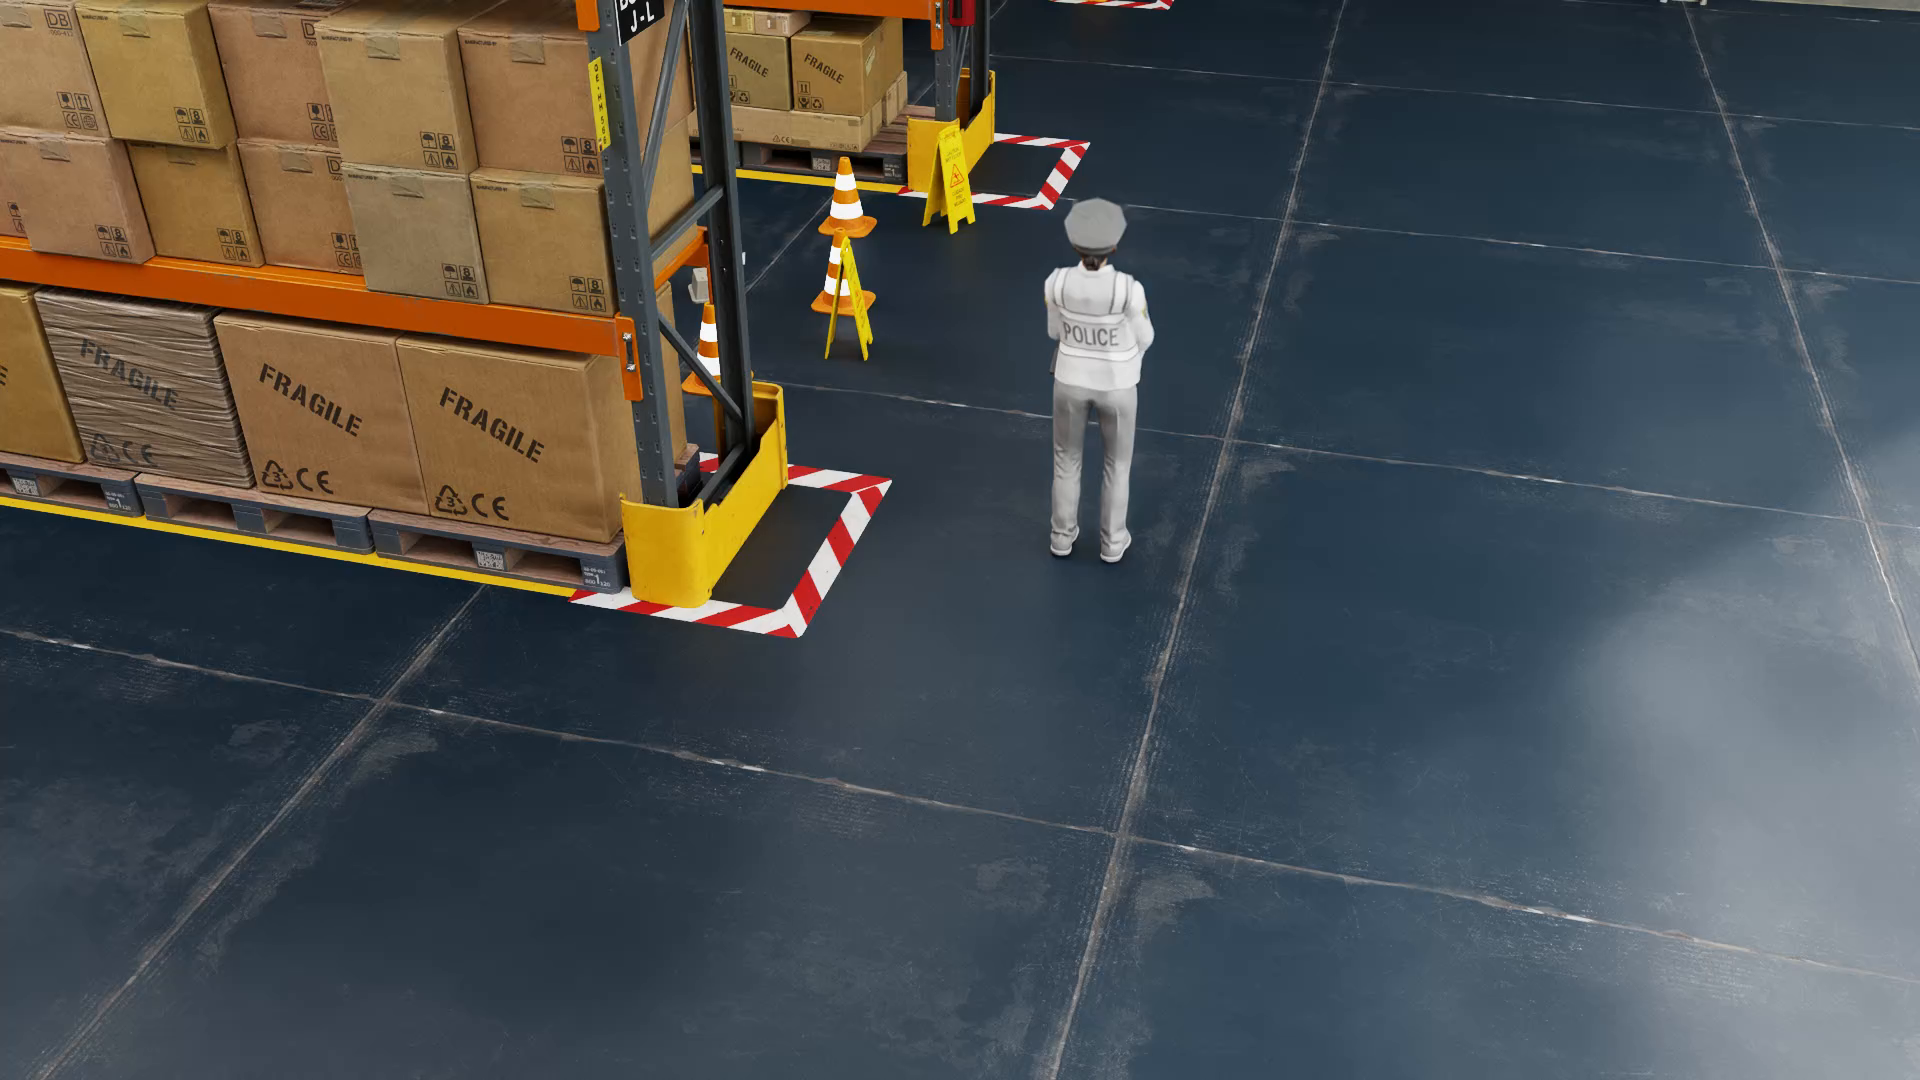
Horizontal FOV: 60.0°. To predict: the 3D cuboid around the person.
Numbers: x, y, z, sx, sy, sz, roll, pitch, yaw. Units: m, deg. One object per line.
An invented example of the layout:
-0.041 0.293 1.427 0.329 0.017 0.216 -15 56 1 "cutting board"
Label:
0.599 -0.702 7.198 0.459 1.686 0.563 9 34 13 "person"
